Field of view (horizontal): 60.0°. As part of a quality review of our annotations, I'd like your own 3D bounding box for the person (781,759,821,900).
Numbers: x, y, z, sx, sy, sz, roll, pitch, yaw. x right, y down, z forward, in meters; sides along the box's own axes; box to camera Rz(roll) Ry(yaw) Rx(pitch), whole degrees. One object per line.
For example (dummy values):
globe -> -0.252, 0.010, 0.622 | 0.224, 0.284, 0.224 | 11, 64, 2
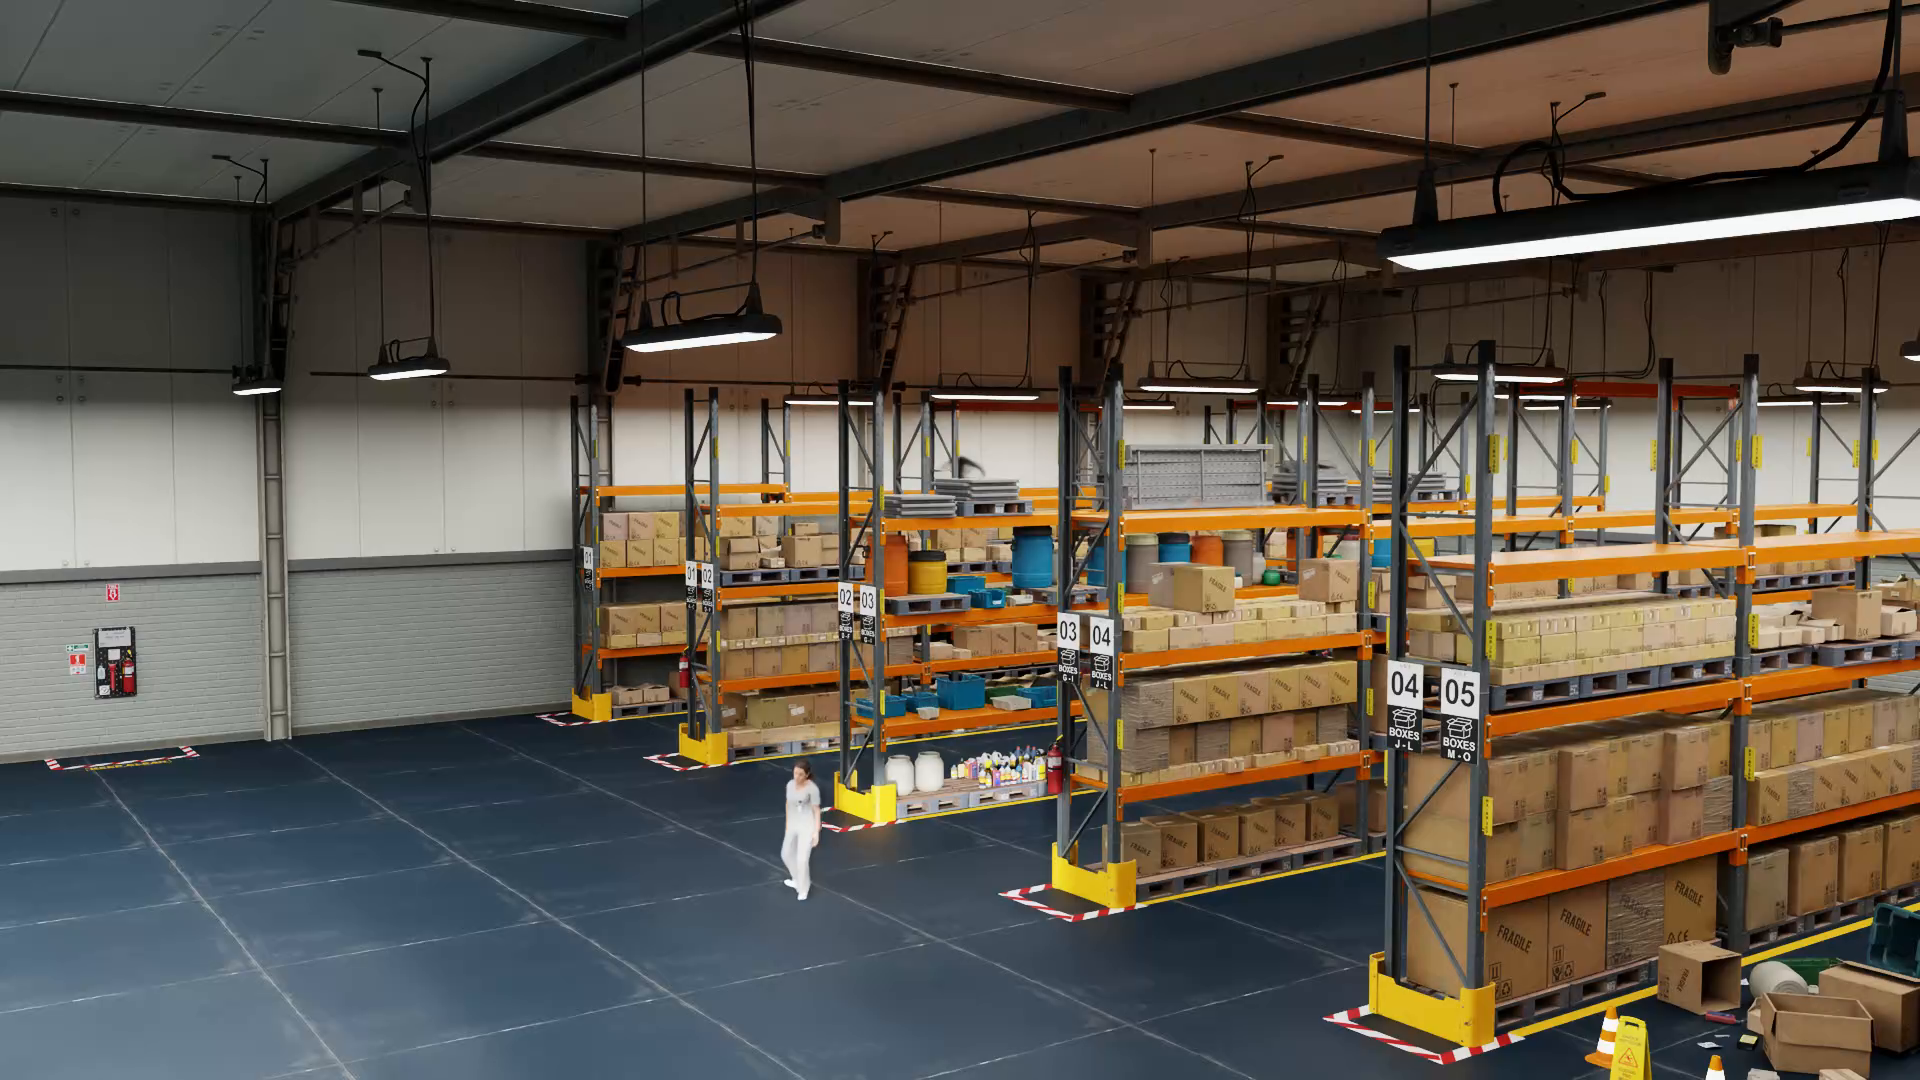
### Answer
person -> -1.773, 3.230, 18.774 | 0.705, 1.604, 0.581 | 2, 4, 31
